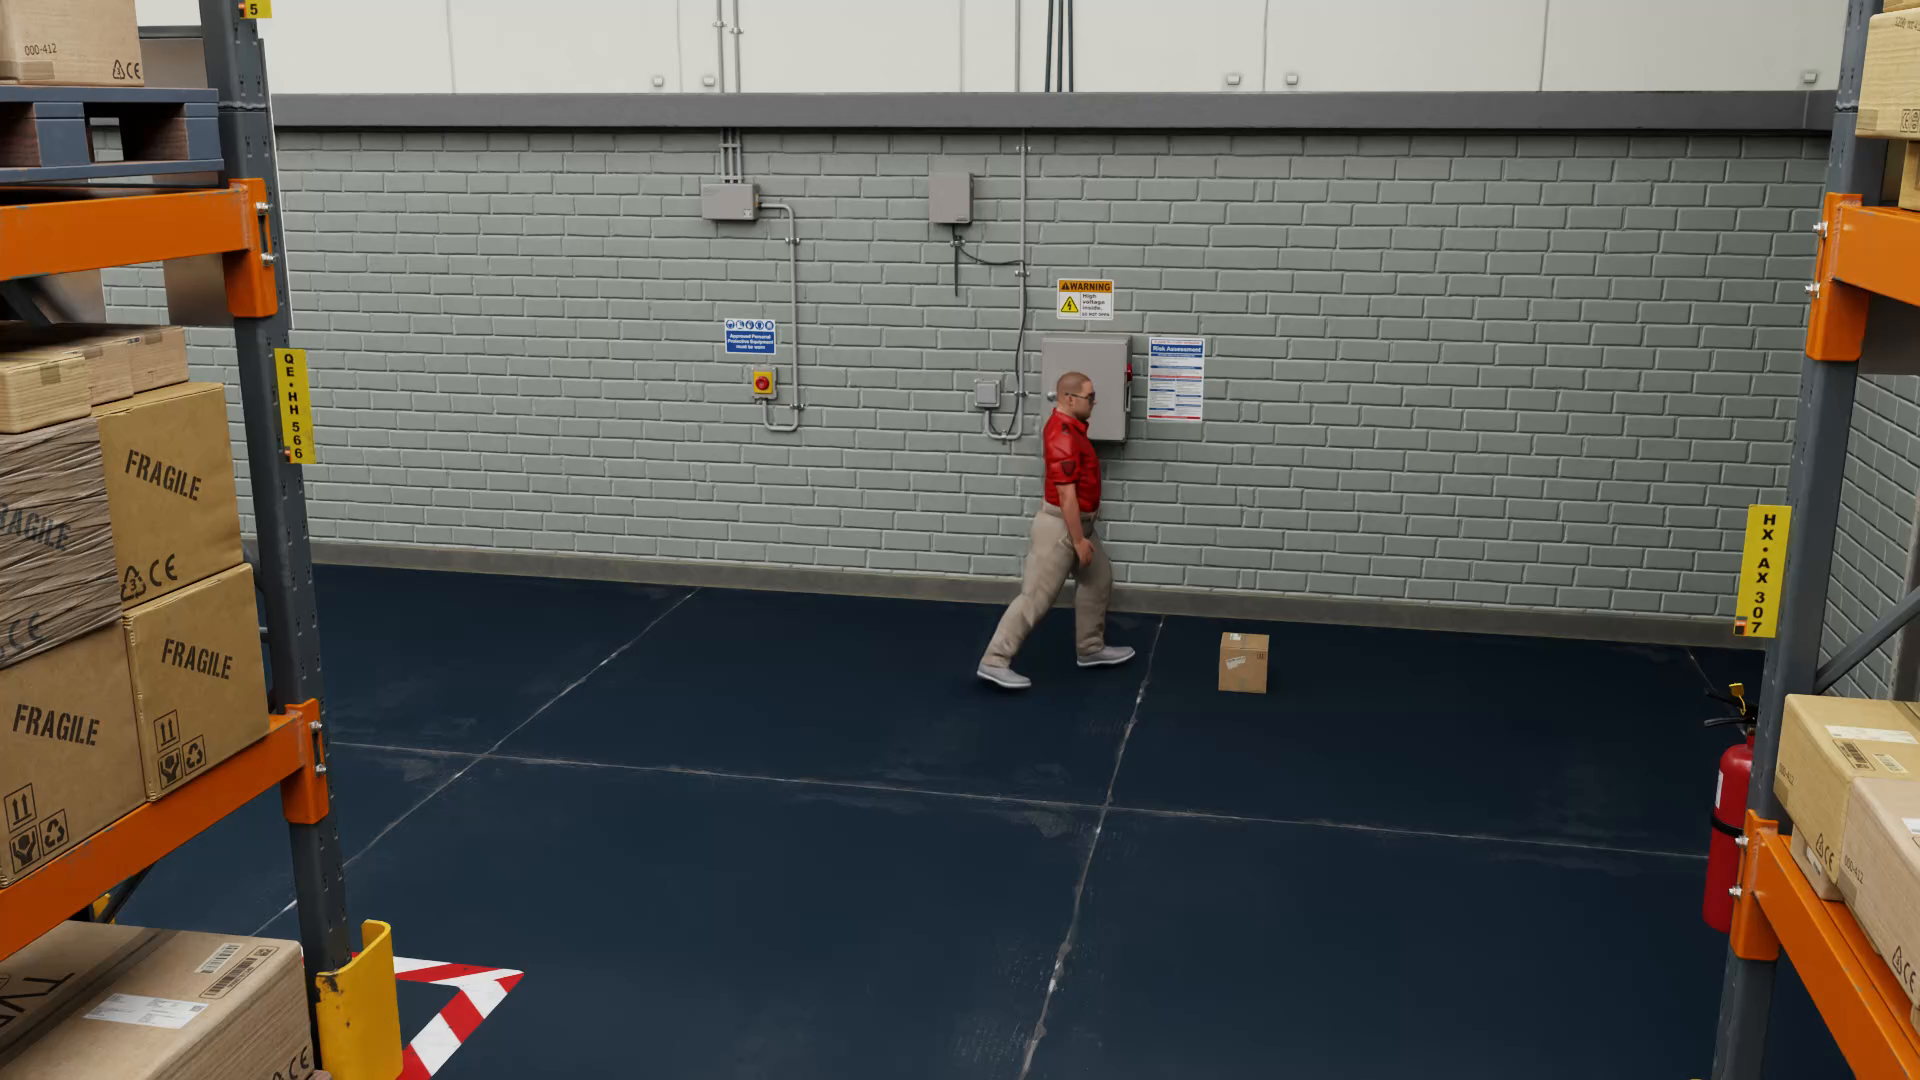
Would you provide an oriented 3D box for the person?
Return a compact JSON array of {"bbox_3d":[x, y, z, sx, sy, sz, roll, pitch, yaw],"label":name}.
[{"bbox_3d":[0.526,-0.063,8.844,0.847,1.682,0.636,2,15,6],"label":"person"}]
